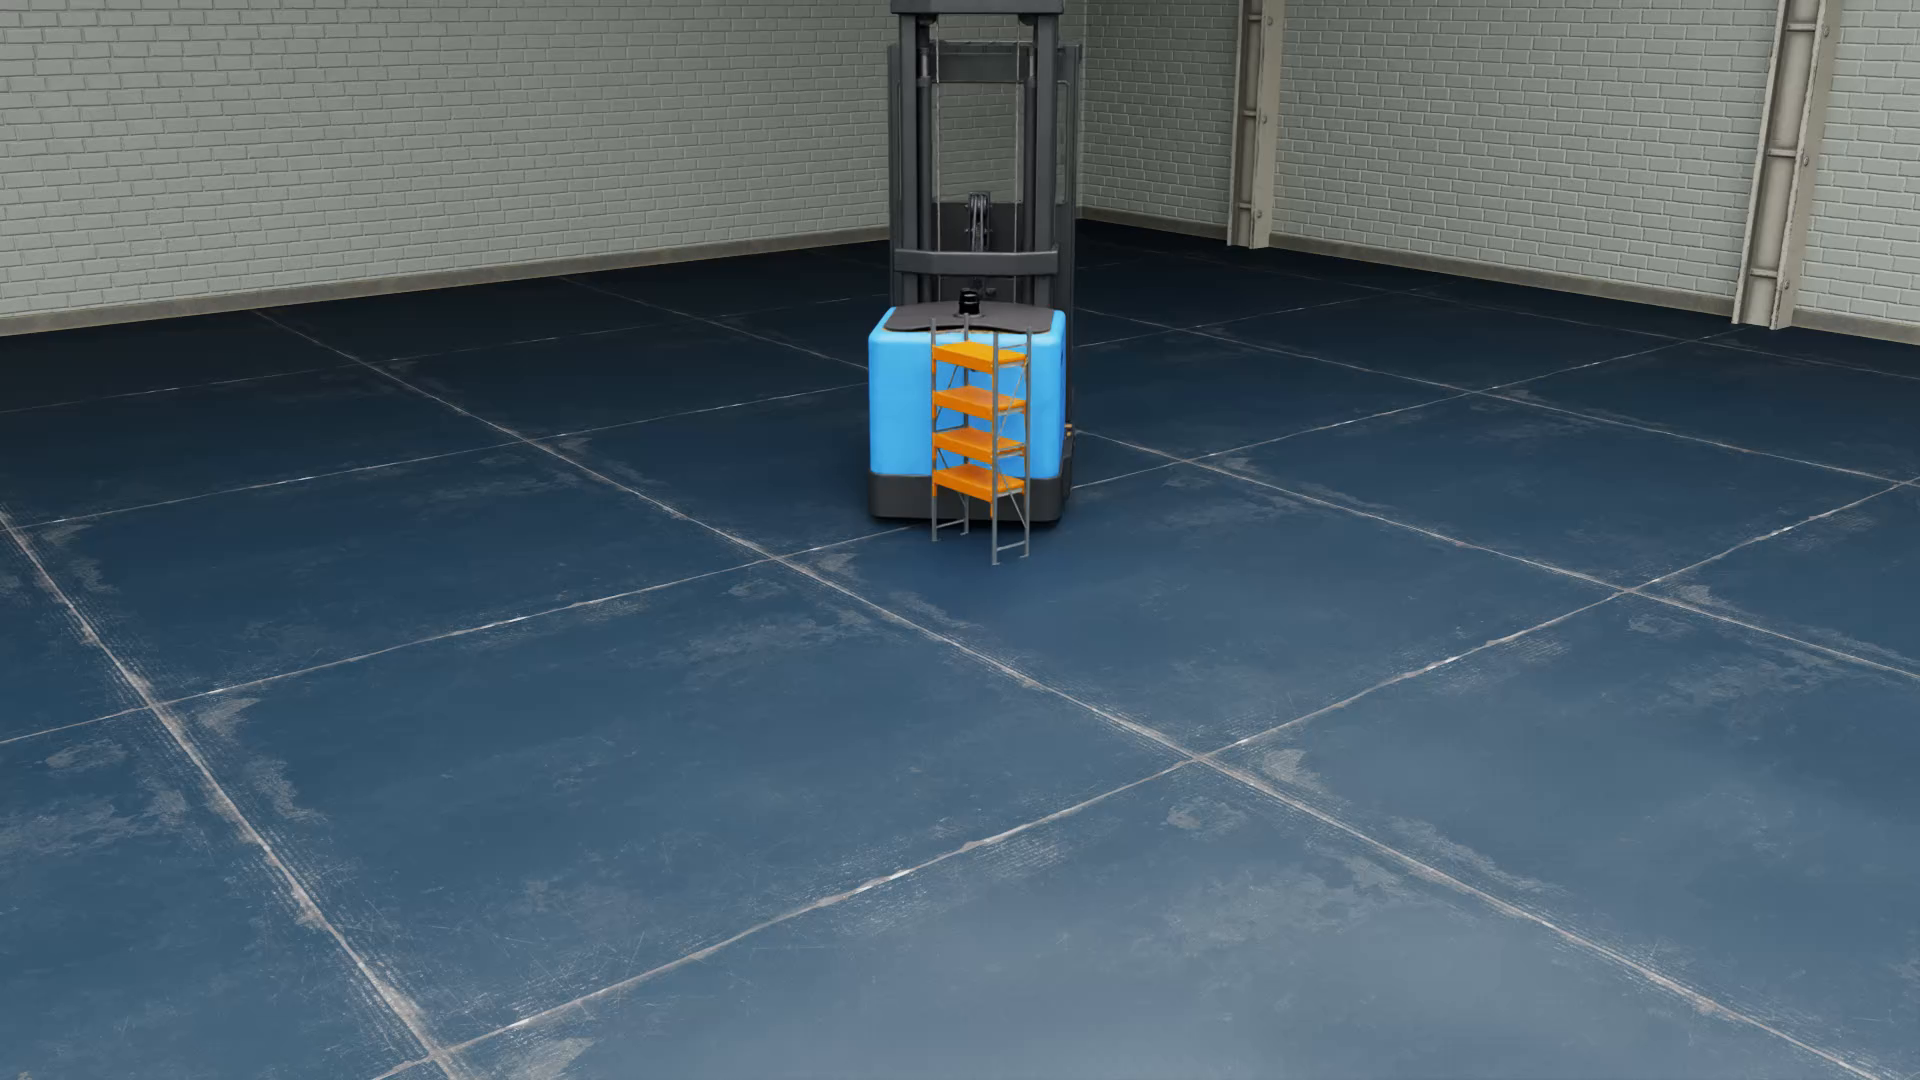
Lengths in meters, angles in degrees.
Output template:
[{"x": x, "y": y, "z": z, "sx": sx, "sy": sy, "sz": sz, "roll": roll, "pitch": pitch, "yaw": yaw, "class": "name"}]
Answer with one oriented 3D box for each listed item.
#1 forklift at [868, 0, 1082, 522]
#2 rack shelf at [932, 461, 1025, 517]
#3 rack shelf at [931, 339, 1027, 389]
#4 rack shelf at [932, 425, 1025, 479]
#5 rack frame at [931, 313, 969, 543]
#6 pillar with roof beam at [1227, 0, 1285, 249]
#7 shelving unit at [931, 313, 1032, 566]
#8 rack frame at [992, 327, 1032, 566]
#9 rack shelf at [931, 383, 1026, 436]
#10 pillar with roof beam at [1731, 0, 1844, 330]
[{"x": 0.154, "y": -1.907, "z": 9.959, "sx": 1.130, "sy": 2.935, "sz": 3.031, "roll": 2, "pitch": 18, "yaw": 5, "class": "forklift"}, {"x": 0.103, "y": -0.267, "z": 8.606, "sx": 0.258, "sy": 0.148, "sz": 0.480, "roll": -15, "pitch": 23, "yaw": -37, "class": "rack shelf"}, {"x": 0.103, "y": -0.893, "z": 8.399, "sx": 0.258, "sy": 0.148, "sz": 0.480, "roll": -15, "pitch": 23, "yaw": -37, "class": "rack shelf"}, {"x": 0.103, "y": -0.456, "z": 8.544, "sx": 0.258, "sy": 0.148, "sz": 0.480, "roll": -15, "pitch": 23, "yaw": -37, "class": "rack shelf"}, {"x": -0.052, "y": -0.579, "z": 8.701, "sx": 0.240, "sy": 1.200, "sz": 0.015, "roll": -15, "pitch": 23, "yaw": -37, "class": "rack frame"}, {"x": -0.072, "y": -6.803, "z": 15.091, "sx": 9.100, "sy": 9.000, "sz": 0.400, "roll": -14, "pitch": 23, "yaw": -36, "class": "pillar with roof beam"}, {"x": 0.103, "y": -0.520, "z": 8.523, "sx": 0.258, "sy": 1.200, "sz": 0.503, "roll": -15, "pitch": 23, "yaw": -37, "class": "shelving unit"}, {"x": 0.259, "y": -0.460, "z": 8.344, "sx": 0.240, "sy": 1.200, "sz": 0.015, "roll": -15, "pitch": 23, "yaw": -37, "class": "rack frame"}, {"x": 0.103, "y": -0.668, "z": 8.473, "sx": 0.258, "sy": 0.148, "sz": 0.480, "roll": -15, "pitch": 23, "yaw": -37, "class": "rack shelf"}, {"x": 3.653, "y": -5.324, "z": 10.626, "sx": 9.100, "sy": 9.000, "sz": 0.400, "roll": -14, "pitch": 23, "yaw": -36, "class": "pillar with roof beam"}]
